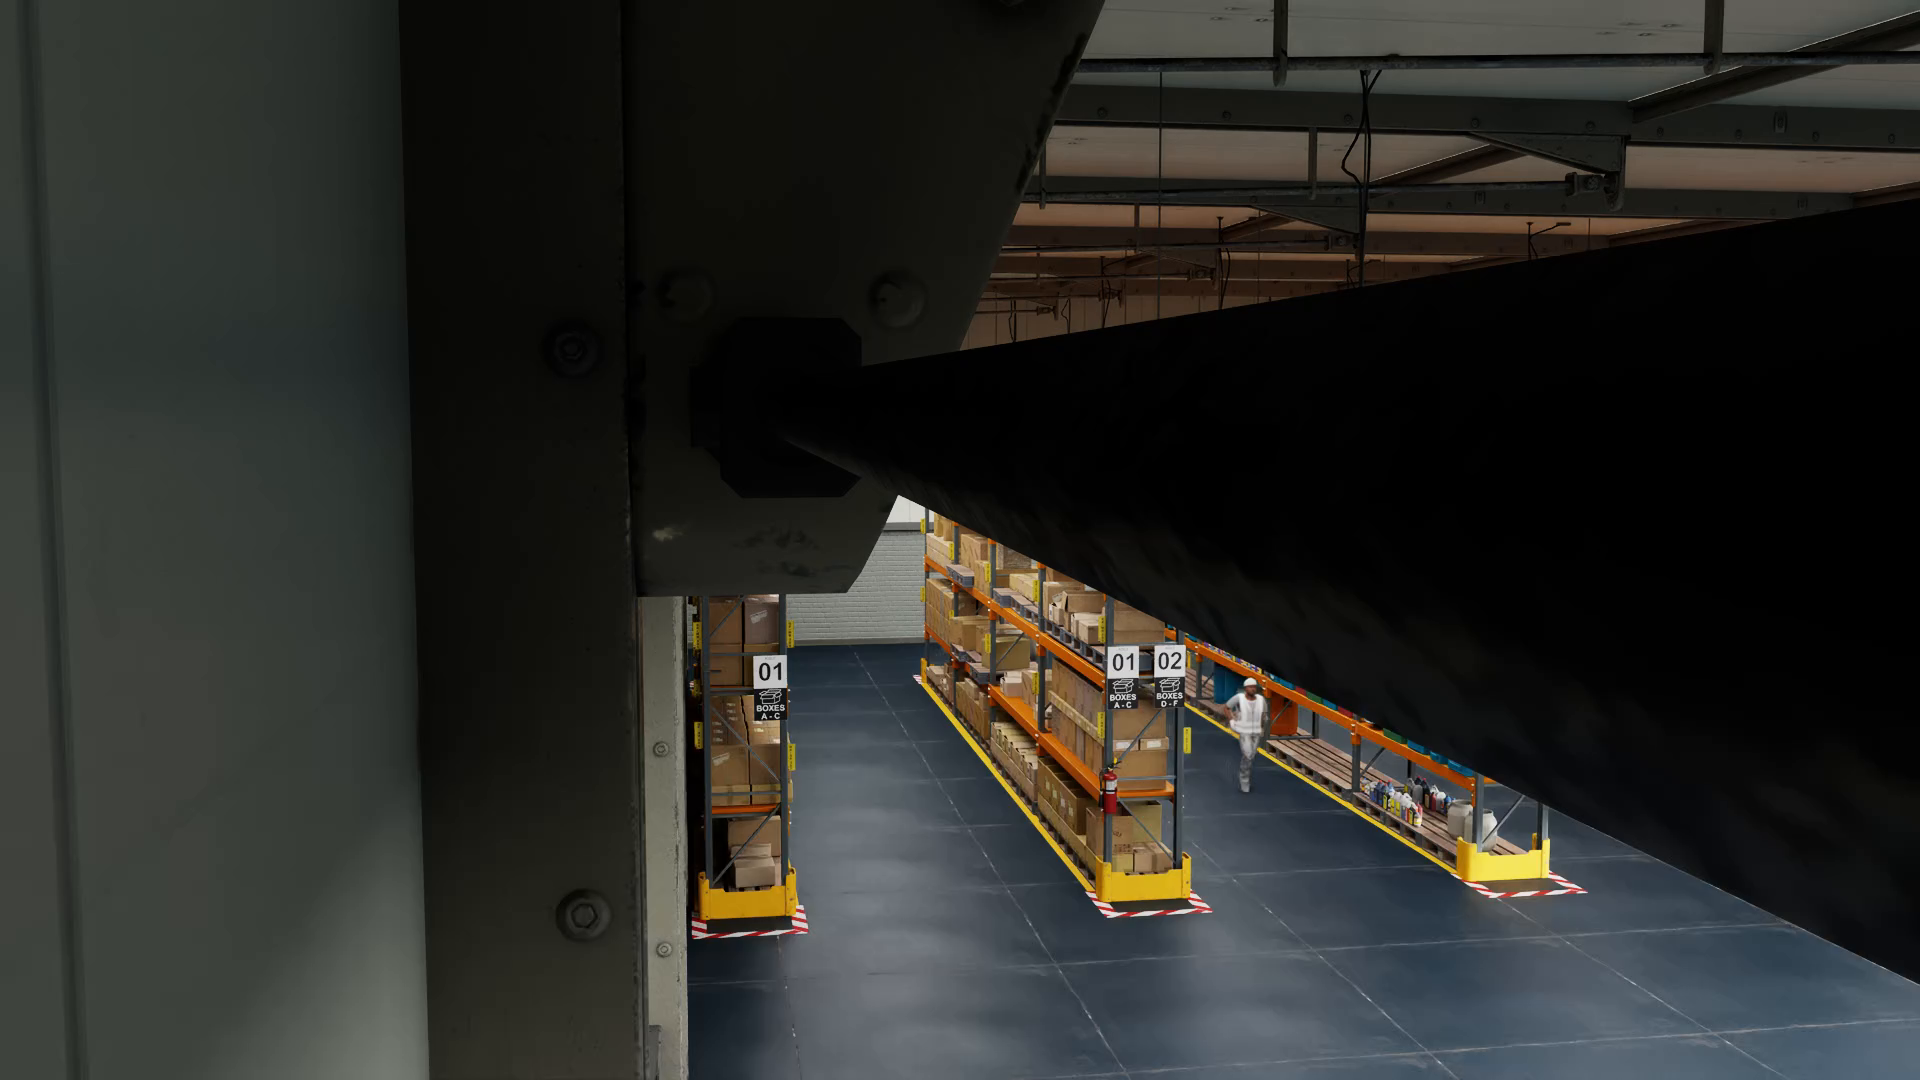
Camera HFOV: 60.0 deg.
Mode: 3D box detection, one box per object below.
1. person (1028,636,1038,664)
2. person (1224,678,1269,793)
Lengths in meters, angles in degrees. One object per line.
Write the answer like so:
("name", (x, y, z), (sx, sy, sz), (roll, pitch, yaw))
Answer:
("person", (1.671, 2.075, 35.944), (0.664, 1.668, 0.540), (-2, 5, -21))
("person", (4.624, 3.113, 26.585), (0.654, 1.834, 0.764), (-2, 5, -17))
